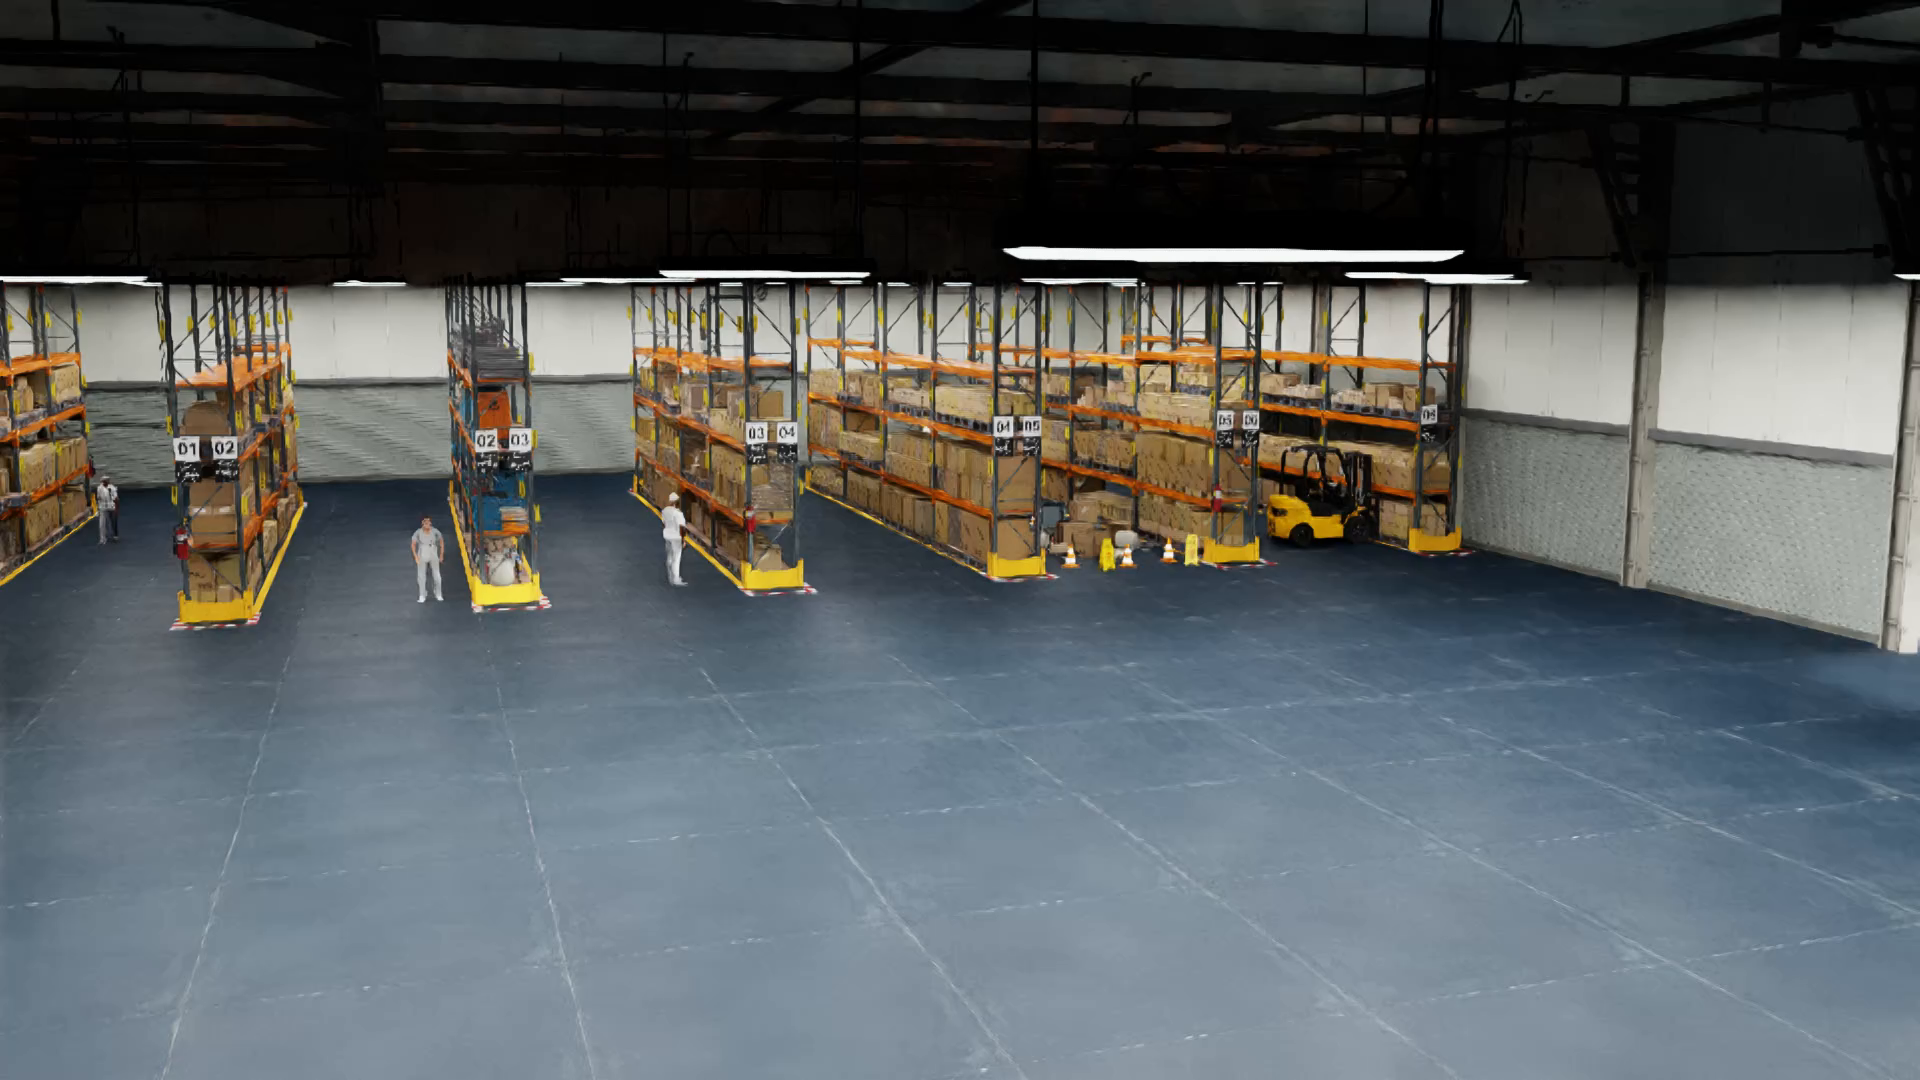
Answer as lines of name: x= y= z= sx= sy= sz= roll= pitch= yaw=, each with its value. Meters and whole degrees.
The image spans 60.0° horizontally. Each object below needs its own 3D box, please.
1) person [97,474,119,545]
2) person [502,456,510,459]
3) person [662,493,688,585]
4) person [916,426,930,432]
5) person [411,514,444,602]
person: x=-19.195 y=-0.723 z=37.481 sx=0.445 sy=1.590 sz=1.081 roll=-3 pitch=9 yaw=-20
person: x=-11.994 y=-1.771 z=44.356 sx=0.618 sy=1.645 sz=0.659 roll=-4 pitch=10 yaw=-27
person: x=-5.521 y=-0.035 z=32.330 sx=0.647 sy=1.772 sz=0.463 roll=8 pitch=12 yaw=42
person: x=-1.113 y=-2.863 z=51.048 sx=0.687 sy=1.773 sz=0.455 roll=7 pitch=11 yaw=37
person: x=-9.776 y=0.327 z=30.575 sx=0.571 sy=1.630 sz=0.485 roll=-2 pitch=9 yaw=-15
